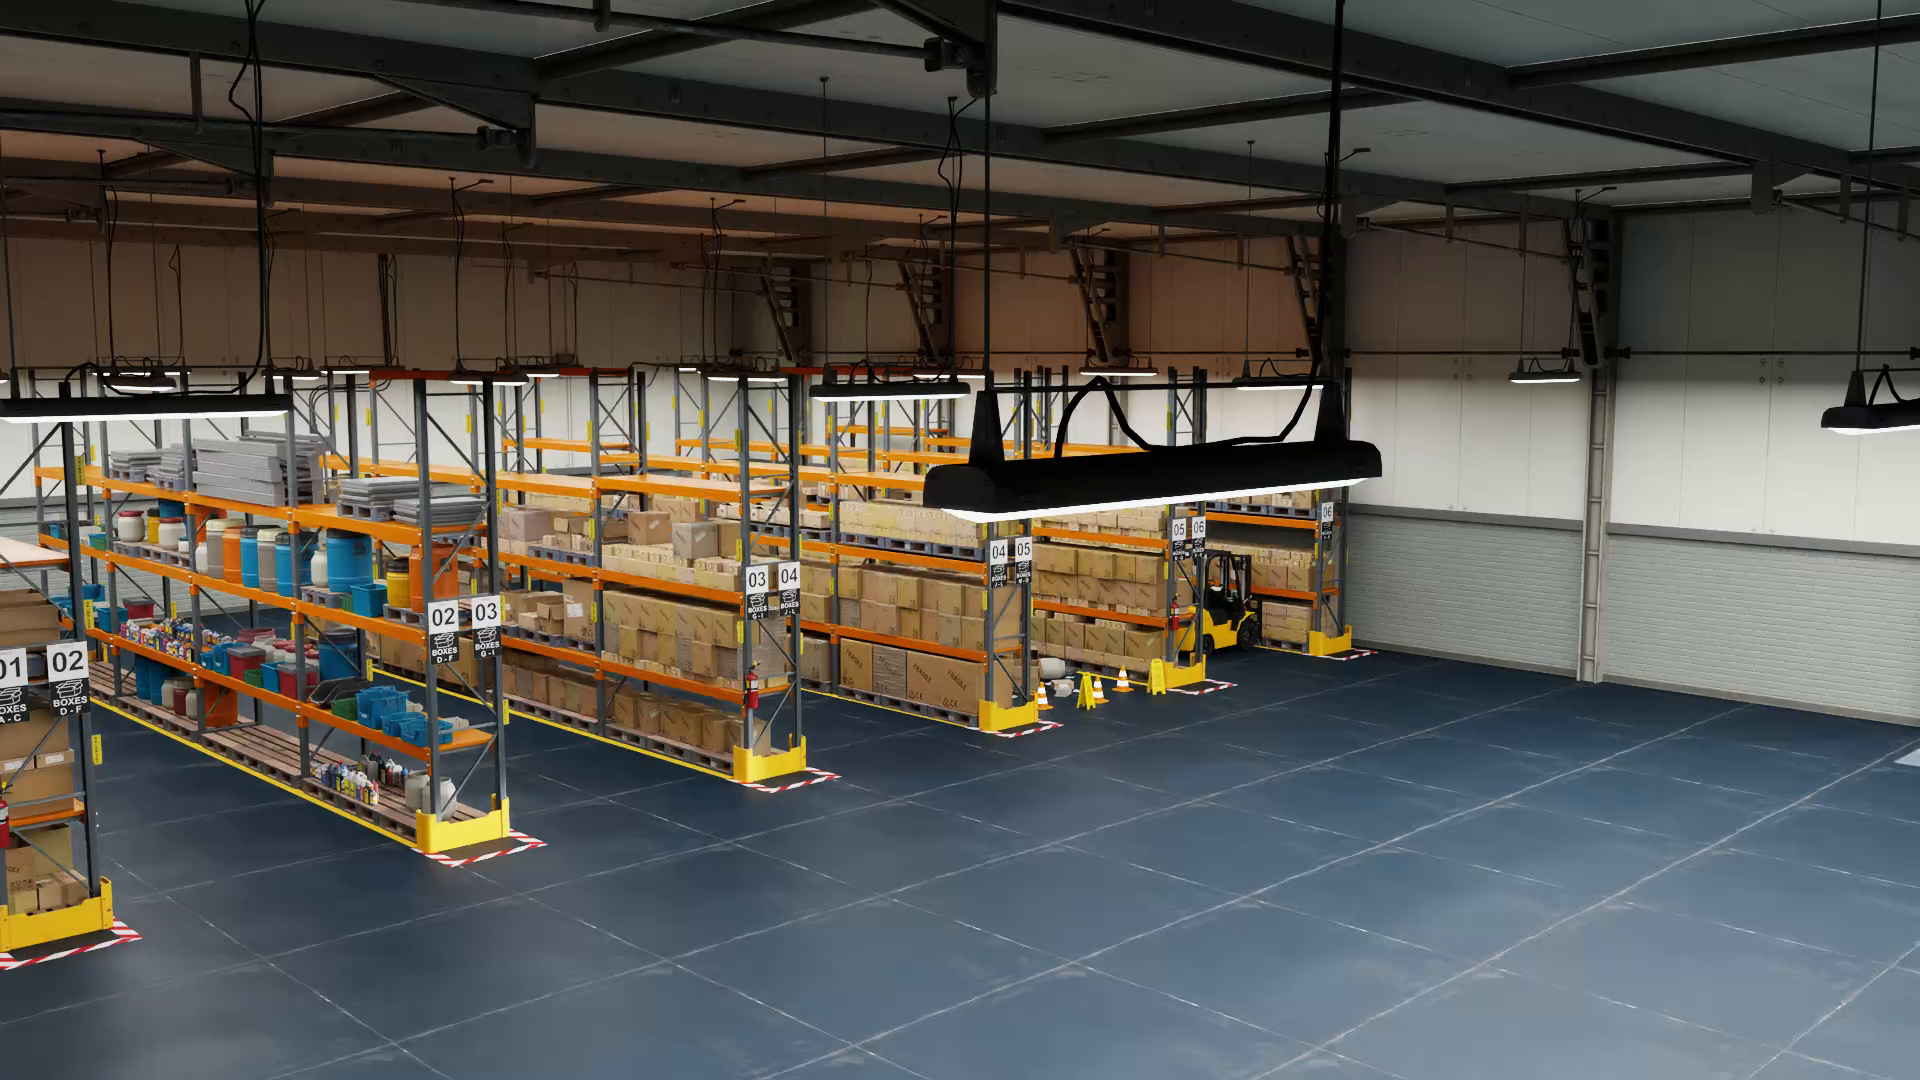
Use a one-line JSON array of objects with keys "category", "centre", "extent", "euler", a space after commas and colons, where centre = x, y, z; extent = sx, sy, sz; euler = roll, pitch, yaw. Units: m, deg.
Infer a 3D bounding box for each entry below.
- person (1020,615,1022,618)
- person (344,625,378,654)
[{"category": "person", "centre": [1.143, 1.165, 37.963], "extent": [0.926, 1.750, 0.678], "euler": [6, 9, 41]}, {"category": "person", "centre": [-11.121, 2.051, 30.539], "extent": [0.870, 1.694, 0.655], "euler": [3, 7, 25]}]
